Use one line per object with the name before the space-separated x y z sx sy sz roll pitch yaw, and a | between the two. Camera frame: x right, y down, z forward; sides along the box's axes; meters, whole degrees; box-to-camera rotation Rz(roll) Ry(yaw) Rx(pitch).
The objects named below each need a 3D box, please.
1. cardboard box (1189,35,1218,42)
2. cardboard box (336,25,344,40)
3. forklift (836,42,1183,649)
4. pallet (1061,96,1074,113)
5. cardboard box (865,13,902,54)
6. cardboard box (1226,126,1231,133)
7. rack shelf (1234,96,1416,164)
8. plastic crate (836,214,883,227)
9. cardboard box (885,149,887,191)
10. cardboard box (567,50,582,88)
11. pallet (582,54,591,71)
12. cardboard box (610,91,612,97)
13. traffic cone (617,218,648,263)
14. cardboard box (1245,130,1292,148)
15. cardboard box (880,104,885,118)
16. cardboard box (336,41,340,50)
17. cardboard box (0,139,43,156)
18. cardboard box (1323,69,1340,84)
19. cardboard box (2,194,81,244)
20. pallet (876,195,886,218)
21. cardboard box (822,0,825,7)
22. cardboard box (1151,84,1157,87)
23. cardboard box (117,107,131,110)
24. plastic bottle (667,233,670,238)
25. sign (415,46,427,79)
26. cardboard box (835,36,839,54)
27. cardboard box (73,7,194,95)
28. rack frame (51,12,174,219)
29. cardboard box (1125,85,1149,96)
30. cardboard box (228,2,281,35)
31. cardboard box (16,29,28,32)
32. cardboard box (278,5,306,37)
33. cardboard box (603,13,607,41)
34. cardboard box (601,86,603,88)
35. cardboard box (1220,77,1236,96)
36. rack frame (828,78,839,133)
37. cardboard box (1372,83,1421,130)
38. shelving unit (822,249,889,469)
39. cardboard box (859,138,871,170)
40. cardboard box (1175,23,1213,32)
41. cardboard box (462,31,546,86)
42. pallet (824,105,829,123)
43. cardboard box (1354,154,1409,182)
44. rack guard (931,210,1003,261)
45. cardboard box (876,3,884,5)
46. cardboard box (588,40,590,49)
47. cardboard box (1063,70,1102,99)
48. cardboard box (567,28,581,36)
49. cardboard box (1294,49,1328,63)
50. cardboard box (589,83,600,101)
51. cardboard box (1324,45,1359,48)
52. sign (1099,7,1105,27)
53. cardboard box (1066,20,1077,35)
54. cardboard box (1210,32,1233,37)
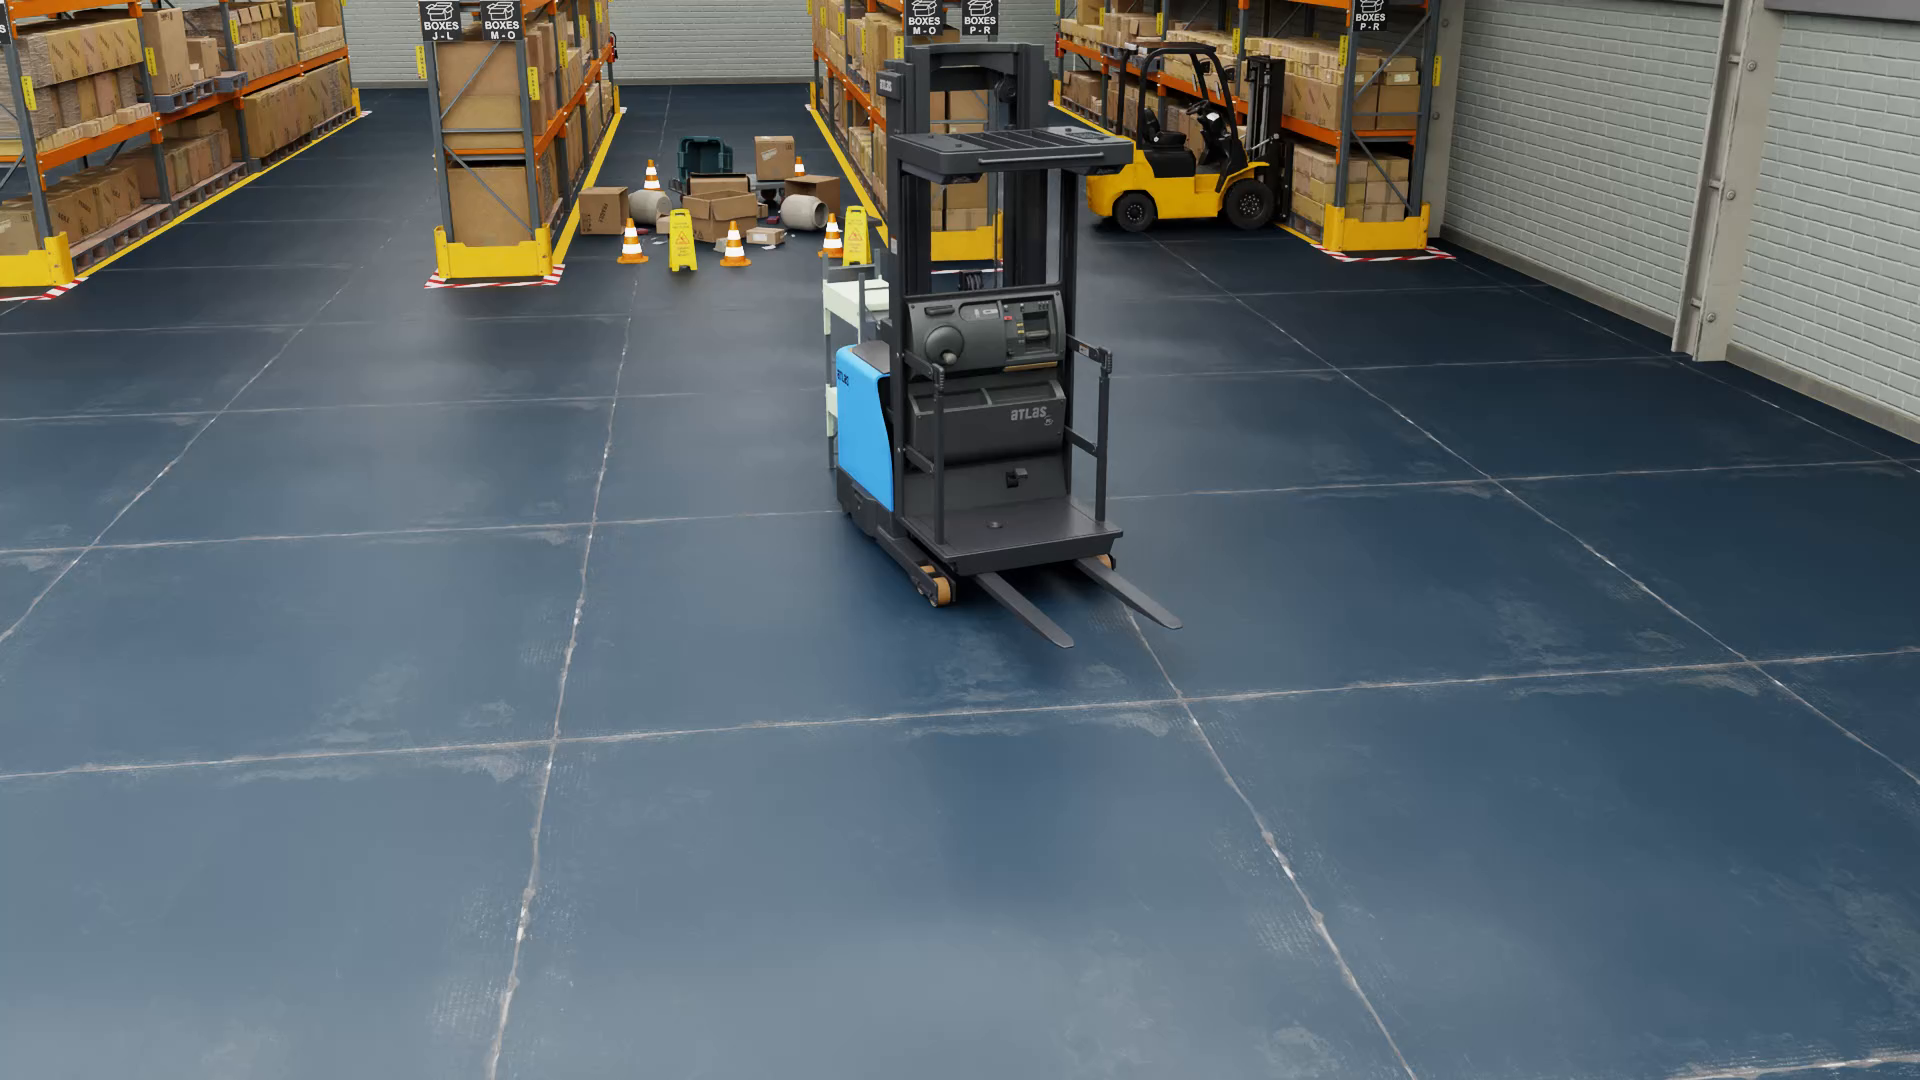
cardboard box | 3.630 -7.453 24.814 0.380 0.149 0.250 -3 21 -7
cardboard box | -11.882 -9.516 31.197 0.500 0.250 0.500 -3 21 -9
forklift | 0.240 -1.170 9.159 1.130 2.935 3.031 -8 22 -21
pallet | 2.631 -8.744 33.326 1.003 0.211 1.213 -3 21 -8
cardboard box | -0.829 -6.438 21.168 0.700 0.500 0.500 -3 21 -8
cardboard box | 4.147 -5.462 23.348 0.875 0.625 0.625 -2 21 -5
rack shelf | 4.522 -5.169 20.796 1.077 0.370 4.000 -3 21 -8
plastic crate | -1.263 -3.994 20.795 0.402 0.080 0.583 -11 23 -26
cardboard box | -0.619 -4.441 20.078 0.500 0.500 0.500 -3 21 -9
cardboard box | -5.737 -6.778 23.935 0.500 0.500 0.500 -3 21 -8
pallet | -6.464 -7.640 26.659 1.003 0.211 1.213 -3 21 -8
cardboard box | -6.933 -8.649 32.134 0.380 0.149 0.250 -3 21 -9
traffic cone | -3.656 -3.344 18.508 0.336 0.463 0.334 -3 21 -8
cardboard box | 4.057 -5.214 21.790 0.500 0.250 0.500 -3 21 -8
cardboard box | -0.775 -5.260 20.371 0.380 0.149 0.250 -3 21 -7
cardboard box | -11.762 -9.200 30.919 0.380 0.149 0.250 -3 21 -8
cardboard box | -9.713 -4.055 17.144 0.380 0.149 0.250 -3 21 -8
cardboard box | 4.417 -5.357 19.201 0.380 0.149 0.250 -3 21 -7
cardboard box | -10.101 -3.510 18.298 0.500 0.500 0.500 2 21 6
pallet | -0.546 -4.409 21.720 1.003 0.211 1.213 -3 21 -8
cardboard box | -2.172 -9.381 29.474 0.500 0.500 0.500 -3 21 -8
cardboard box | 3.569 -7.923 29.187 0.380 0.149 0.250 -4 21 -10
cardboard box | -10.159 -5.093 19.923 0.380 0.149 0.250 -3 21 -8
plastic bottle | -3.407 -3.629 19.846 0.133 0.061 0.283 -11 23 -26
sign | -5.524 -4.908 17.075 0.100 0.325 0.005 -3 21 -8
cardboard box | -1.747 -8.004 26.858 0.500 0.250 0.500 -3 21 -9
cardboard box | -10.460 -6.206 21.089 1.000 1.000 1.000 -3 21 -7
rack frame | -10.484 -5.447 20.512 1.000 3.000 0.127 -3 21 -8
cardboard box | 3.086 -7.797 28.850 0.380 0.149 0.250 -3 21 -8
cardboard box | -11.537 -8.512 27.144 0.797 0.503 0.637 -3 21 -9
cardboard box | -10.379 -5.240 17.962 0.500 0.500 0.500 -3 21 -8
cardboard box | -11.453 -8.815 28.249 0.500 0.500 0.500 -3 21 -8
cardboard box | -6.820 -9.506 30.814 0.500 0.500 0.500 -3 21 -8
cardboard box | -6.825 -8.333 30.864 0.380 0.149 0.250 -4 21 -10
cardboard box | 3.902 -6.289 22.982 0.500 0.250 0.500 -2 21 -7
rack frame | -1.831 -8.716 29.266 1.000 3.000 0.127 -3 21 -8
cardboard box | 5.014 -5.045 19.295 0.500 0.500 0.500 -2 21 -6
shelving unit | -0.586 -1.105 11.032 0.431 1.500 0.755 -8 22 -21
cardboard box | -0.965 -5.583 24.032 0.950 0.372 0.625 -2 21 -6
cardboard box | 3.737 -8.013 26.639 0.500 0.500 0.500 -2 21 -5
cardboard box | -5.117 -5.370 18.549 0.875 0.550 0.550 -3 21 -8
pallet | -2.042 -8.100 31.603 1.003 0.211 1.213 -3 21 -8
cardboard box | 4.928 -4.366 19.519 0.500 0.250 0.500 -3 21 -9
rack guard | -0.112 -3.417 18.650 1.175 0.500 0.348 -3 21 -8
cardboard box | -1.224 -8.381 26.796 0.500 0.500 0.500 -2 21 -6
cardboard box | -6.462 -8.383 28.133 0.380 0.149 0.250 -3 21 -9
cardboard box | 2.498 -9.163 33.431 0.797 0.503 0.637 -4 21 -10
cardboard box | -6.204 -8.029 26.335 0.380 0.149 0.250 -2 21 -6
cardboard box | 4.267 -5.853 20.106 0.380 0.149 0.250 -3 21 -7
cardboard box | -6.357 -7.563 28.080 0.500 0.250 0.500 -3 21 -9
cardboard box | 4.737 -6.058 20.655 0.380 0.149 0.250 -2 21 -6
sign | 2.545 -9.343 29.708 0.100 0.325 0.005 -3 21 -8
cardboard box | 2.375 -10.077 32.698 0.500 0.250 0.500 -3 21 -7
cardboard box | 4.029 -7.654 25.351 0.380 0.149 0.250 -3 21 -8
